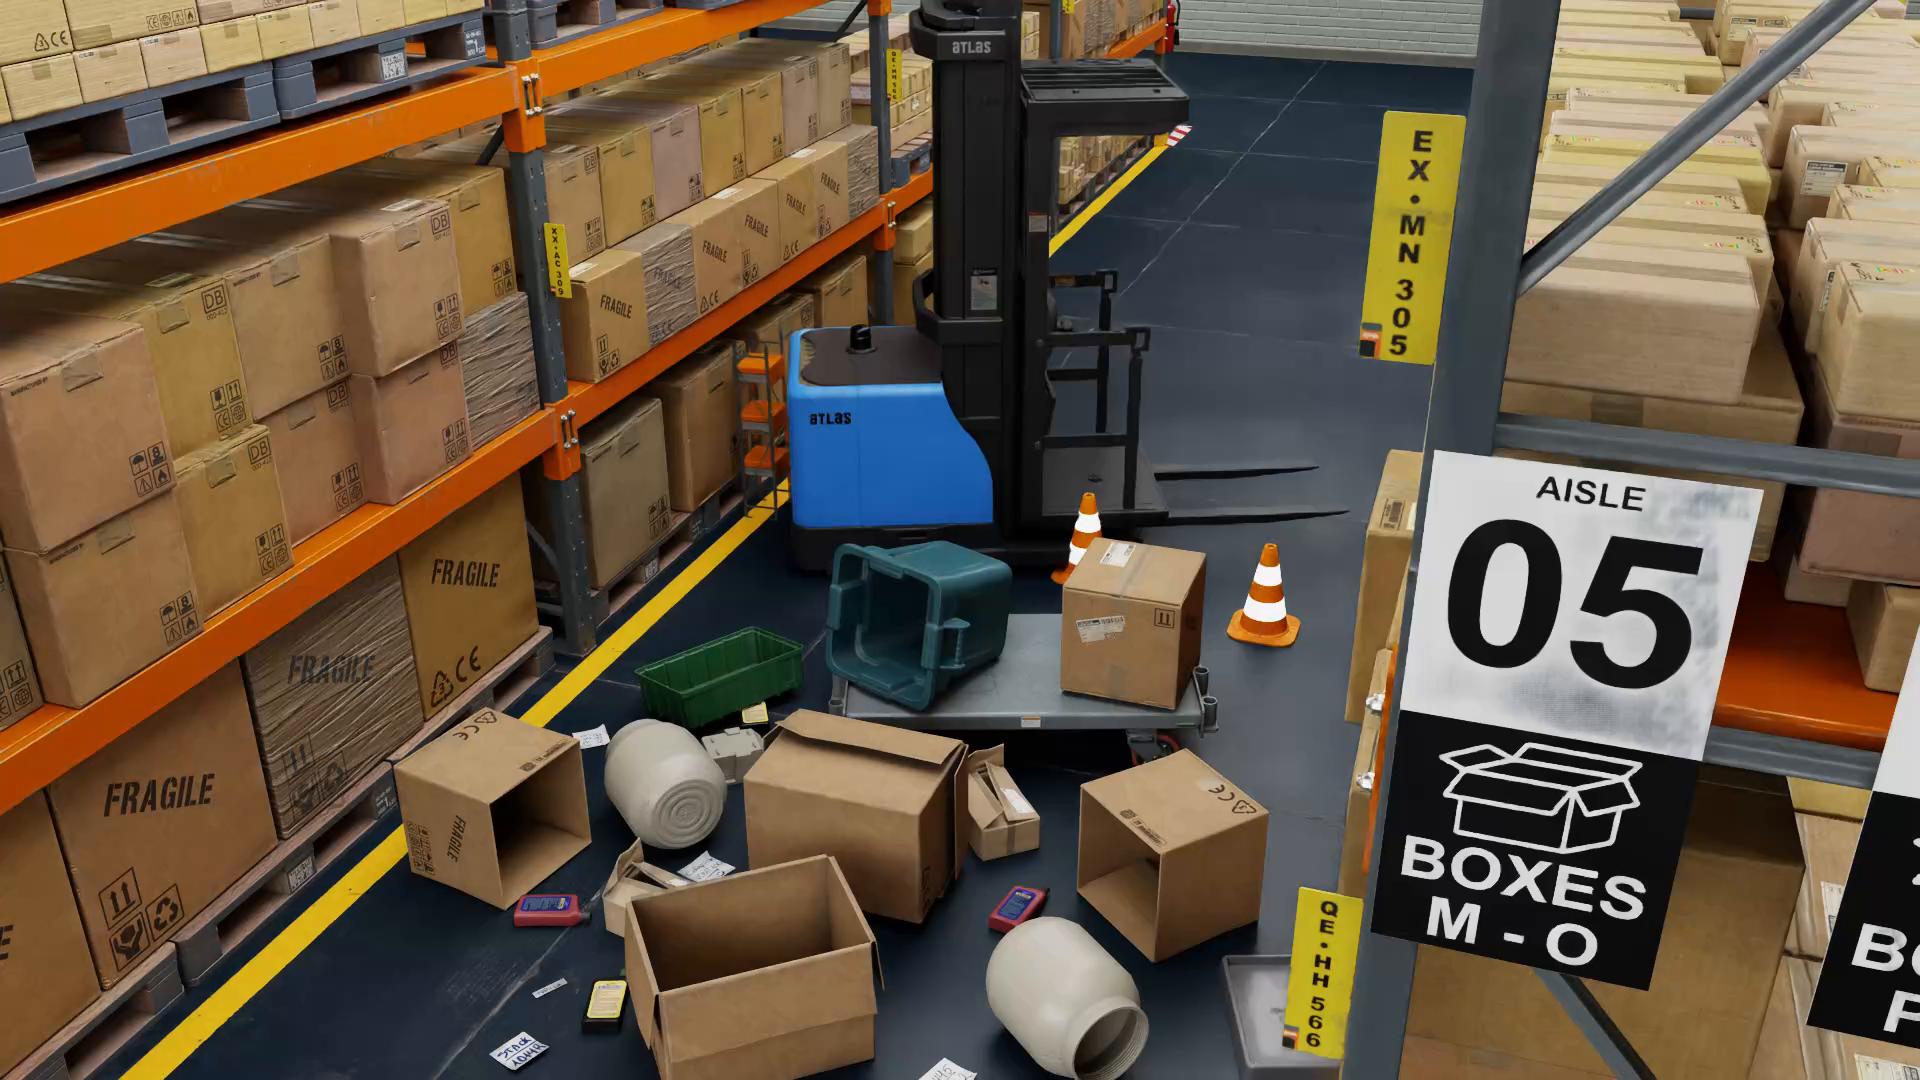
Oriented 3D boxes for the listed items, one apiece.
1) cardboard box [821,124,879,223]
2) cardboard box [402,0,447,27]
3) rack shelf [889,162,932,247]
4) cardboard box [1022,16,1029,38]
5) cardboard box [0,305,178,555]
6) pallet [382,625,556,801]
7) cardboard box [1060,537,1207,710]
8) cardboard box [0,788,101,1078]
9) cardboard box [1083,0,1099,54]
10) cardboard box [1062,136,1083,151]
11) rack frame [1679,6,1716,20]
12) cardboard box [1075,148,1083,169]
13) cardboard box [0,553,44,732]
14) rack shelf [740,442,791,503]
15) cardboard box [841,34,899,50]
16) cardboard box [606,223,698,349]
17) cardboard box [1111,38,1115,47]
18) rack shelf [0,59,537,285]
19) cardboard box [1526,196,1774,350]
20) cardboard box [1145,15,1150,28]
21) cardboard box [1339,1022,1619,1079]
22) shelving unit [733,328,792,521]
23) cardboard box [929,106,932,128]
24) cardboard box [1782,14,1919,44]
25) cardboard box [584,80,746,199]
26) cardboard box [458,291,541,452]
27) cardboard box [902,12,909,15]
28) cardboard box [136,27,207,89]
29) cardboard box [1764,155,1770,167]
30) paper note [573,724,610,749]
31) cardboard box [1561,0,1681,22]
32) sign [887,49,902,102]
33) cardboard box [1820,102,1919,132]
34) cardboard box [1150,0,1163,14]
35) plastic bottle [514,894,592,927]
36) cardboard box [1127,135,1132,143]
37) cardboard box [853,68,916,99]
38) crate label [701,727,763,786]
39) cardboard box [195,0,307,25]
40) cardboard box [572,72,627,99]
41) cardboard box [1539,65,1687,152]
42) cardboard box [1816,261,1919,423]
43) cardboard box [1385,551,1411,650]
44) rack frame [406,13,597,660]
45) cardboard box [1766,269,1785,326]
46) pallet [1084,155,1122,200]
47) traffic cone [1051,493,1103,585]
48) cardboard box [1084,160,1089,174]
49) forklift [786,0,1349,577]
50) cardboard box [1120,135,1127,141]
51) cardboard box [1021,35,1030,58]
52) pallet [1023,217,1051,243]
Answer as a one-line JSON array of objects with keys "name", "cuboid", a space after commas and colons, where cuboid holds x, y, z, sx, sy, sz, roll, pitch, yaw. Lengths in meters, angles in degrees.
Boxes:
[{"name": "cardboard box", "cuboid": [-0.838, -2.333, 10.512, 0.500, 0.500, 0.500, 9, 27, 17]}, {"name": "cardboard box", "cuboid": [-2.176, -2.040, 6.270, 0.380, 0.149, 0.250, 9, 27, 18]}, {"name": "rack shelf", "cuboid": [-0.276, -3.010, 12.851, 1.077, 0.370, 4.000, 9, 27, 17]}, {"name": "cardboard box", "cuboid": [0.351, -4.196, 13.597, 0.380, 0.149, 0.250, 8, 27, 16]}, {"name": "cardboard box", "cuboid": [-3.033, -0.375, 5.171, 0.875, 0.550, 0.550, 9, 27, 17]}, {"name": "pallet", "cuboid": [-2.600, 0.688, 7.587, 1.003, 0.211, 1.213, 9, 27, 17]}, {"name": "cardboard box", "cuboid": [0.740, 0.346, 7.092, 0.500, 0.500, 0.500, 9, 27, 17]}, {"name": "cardboard box", "cuboid": [-3.440, 1.254, 5.173, 0.875, 0.875, 0.875, 9, 27, 18]}, {"name": "cardboard box", "cuboid": [0.950, -4.706, 15.072, 0.500, 0.500, 0.500, 9, 27, 17]}, {"name": "cardboard box", "cuboid": [0.950, -3.767, 15.695, 0.380, 0.149, 0.250, 8, 27, 16]}, {"name": "rack frame", "cuboid": [2.429, -2.892, 4.897, 1.000, 3.000, 0.127, 9, 27, 17]}, {"name": "cardboard box", "cuboid": [0.951, -3.631, 15.756, 0.380, 0.149, 0.250, 7, 27, 15]}, {"name": "cardboard box", "cuboid": [-3.361, 0.320, 4.976, 0.875, 0.550, 0.550, 9, 27, 17]}, {"name": "rack shelf", "cuboid": [-1.106, -0.386, 9.503, 0.215, 0.259, 0.240, 6, 27, 13]}, {"name": "cardboard box", "cuboid": [-0.691, -3.762, 12.701, 0.380, 0.149, 0.250, 10, 27, 19]}, {"name": "cardboard box", "cuboid": [-1.677, -1.298, 8.374, 0.500, 0.500, 0.500, 9, 27, 18]}, {"name": "cardboard box", "cuboid": [1.294, -4.884, 16.183, 0.380, 0.149, 0.250, 9, 27, 18]}, {"name": "rack shelf", "cuboid": [-2.938, -1.073, 5.407, 1.077, 0.370, 4.000, 9, 27, 17]}, {"name": "cardboard box", "cuboid": [1.054, -0.426, 2.620, 0.380, 0.149, 0.250, 9, 27, 18]}, {"name": "cardboard box", "cuboid": [1.760, -5.415, 17.280, 0.380, 0.149, 0.250, 9, 27, 17]}, {"name": "cardboard box", "cuboid": [1.019, 1.010, 3.266, 0.500, 0.500, 0.500, 8, 27, 17]}, {"name": "shelving unit", "cuboid": [-1.108, -0.646, 9.377, 0.215, 1.050, 0.252, 6, 27, 13]}, {"name": "cardboard box", "cuboid": [-0.335, -3.075, 11.965, 0.380, 0.149, 0.250, 10, 28, 20]}, {"name": "cardboard box", "cuboid": [2.381, -1.288, 4.400, 0.380, 0.149, 0.250, 10, 27, 19]}, {"name": "cardboard box", "cuboid": [-1.606, -2.195, 9.079, 0.700, 0.500, 0.500, 8, 27, 17]}, {"name": "cardboard box", "cuboid": [-2.384, -0.783, 7.252, 0.875, 0.550, 0.550, 9, 27, 17]}, {"name": "cardboard box", "cuboid": [-0.262, -4.289, 13.790, 0.380, 0.149, 0.250, 10, 27, 19]}, {"name": "cardboard box", "cuboid": [-2.599, -1.516, 5.189, 0.380, 0.149, 0.250, 9, 27, 17]}, {"name": "cardboard box", "cuboid": [2.031, -0.762, 3.770, 0.500, 0.250, 0.500, 9, 27, 19]}, {"name": "paper note", "cuboid": [-1.643, 0.875, 7.406, 0.147, 0.020, 0.142, -9, 27, -18]}, {"name": "cardboard box", "cuboid": [1.861, -1.488, 4.811, 0.380, 0.149, 0.250, 8, 27, 16]}, {"name": "sign", "cuboid": [-0.417, -2.954, 10.581, 0.100, 0.325, 0.005, 9, 27, 17]}, {"name": "cardboard box", "cuboid": [1.929, -0.764, 3.317, 0.380, 0.149, 0.250, 10, 27, 19]}, {"name": "cardboard box", "cuboid": [1.814, -5.757, 17.241, 0.500, 0.500, 0.500, 9, 27, 18]}, {"name": "plastic bottle", "cuboid": [-1.530, 1.401, 6.287, 0.283, 0.061, 0.133, 0, 26, -1]}, {"name": "cardboard box", "cuboid": [1.583, -4.243, 17.360, 0.380, 0.149, 0.250, 9, 27, 17]}, {"name": "cardboard box", "cuboid": [-0.518, -3.128, 11.393, 0.380, 0.149, 0.250, 8, 27, 16]}, {"name": "crate label", "cuboid": [-0.984, 0.927, 7.178, 0.298, 0.136, 0.250, -9, 27, -18]}, {"name": "cardboard box", "cuboid": [-2.531, -1.866, 5.455, 0.500, 0.250, 0.500, 9, 27, 17]}, {"name": "cardboard box", "cuboid": [-3.959, -4.409, 16.870, 0.875, 0.875, 0.875, 9, 27, 17]}, {"name": "cardboard box", "cuboid": [1.410, -0.961, 3.724, 0.380, 0.149, 0.250, 9, 27, 19]}, {"name": "cardboard box", "cuboid": [1.408, -0.261, 2.277, 0.380, 0.149, 0.250, 9, 27, 17]}, {"name": "cardboard box", "cuboid": [1.237, 0.374, 3.431, 0.700, 0.500, 0.500, 9, 27, 18]}, {"name": "rack frame", "cuboid": [-2.273, -0.868, 7.601, 1.000, 3.000, 0.127, 9, 27, 17]}, {"name": "cardboard box", "cuboid": [1.195, -0.419, 3.061, 0.500, 0.250, 0.500, 8, 27, 17]}, {"name": "pallet", "cuboid": [0.984, -3.685, 16.619, 1.003, 0.211, 1.213, 9, 27, 17]}, {"name": "traffic cone", "cuboid": [0.675, -0.027, 8.775, 0.336, 0.463, 0.334, 9, 27, 17]}, {"name": "cardboard box", "cuboid": [1.030, -3.611, 16.056, 0.380, 0.149, 0.250, 8, 27, 15]}, {"name": "forklift", "cuboid": [0.589, -1.370, 8.716, 3.031, 2.935, 1.130, -2, 26, -4]}, {"name": "cardboard box", "cuboid": [1.483, -4.153, 16.833, 0.380, 0.149, 0.250, 9, 27, 18]}, {"name": "cardboard box", "cuboid": [0.357, -4.065, 13.669, 0.380, 0.149, 0.250, 9, 27, 18]}, {"name": "pallet", "cuboid": [0.132, -2.581, 14.338, 1.003, 0.211, 1.213, 9, 27, 17]}]
